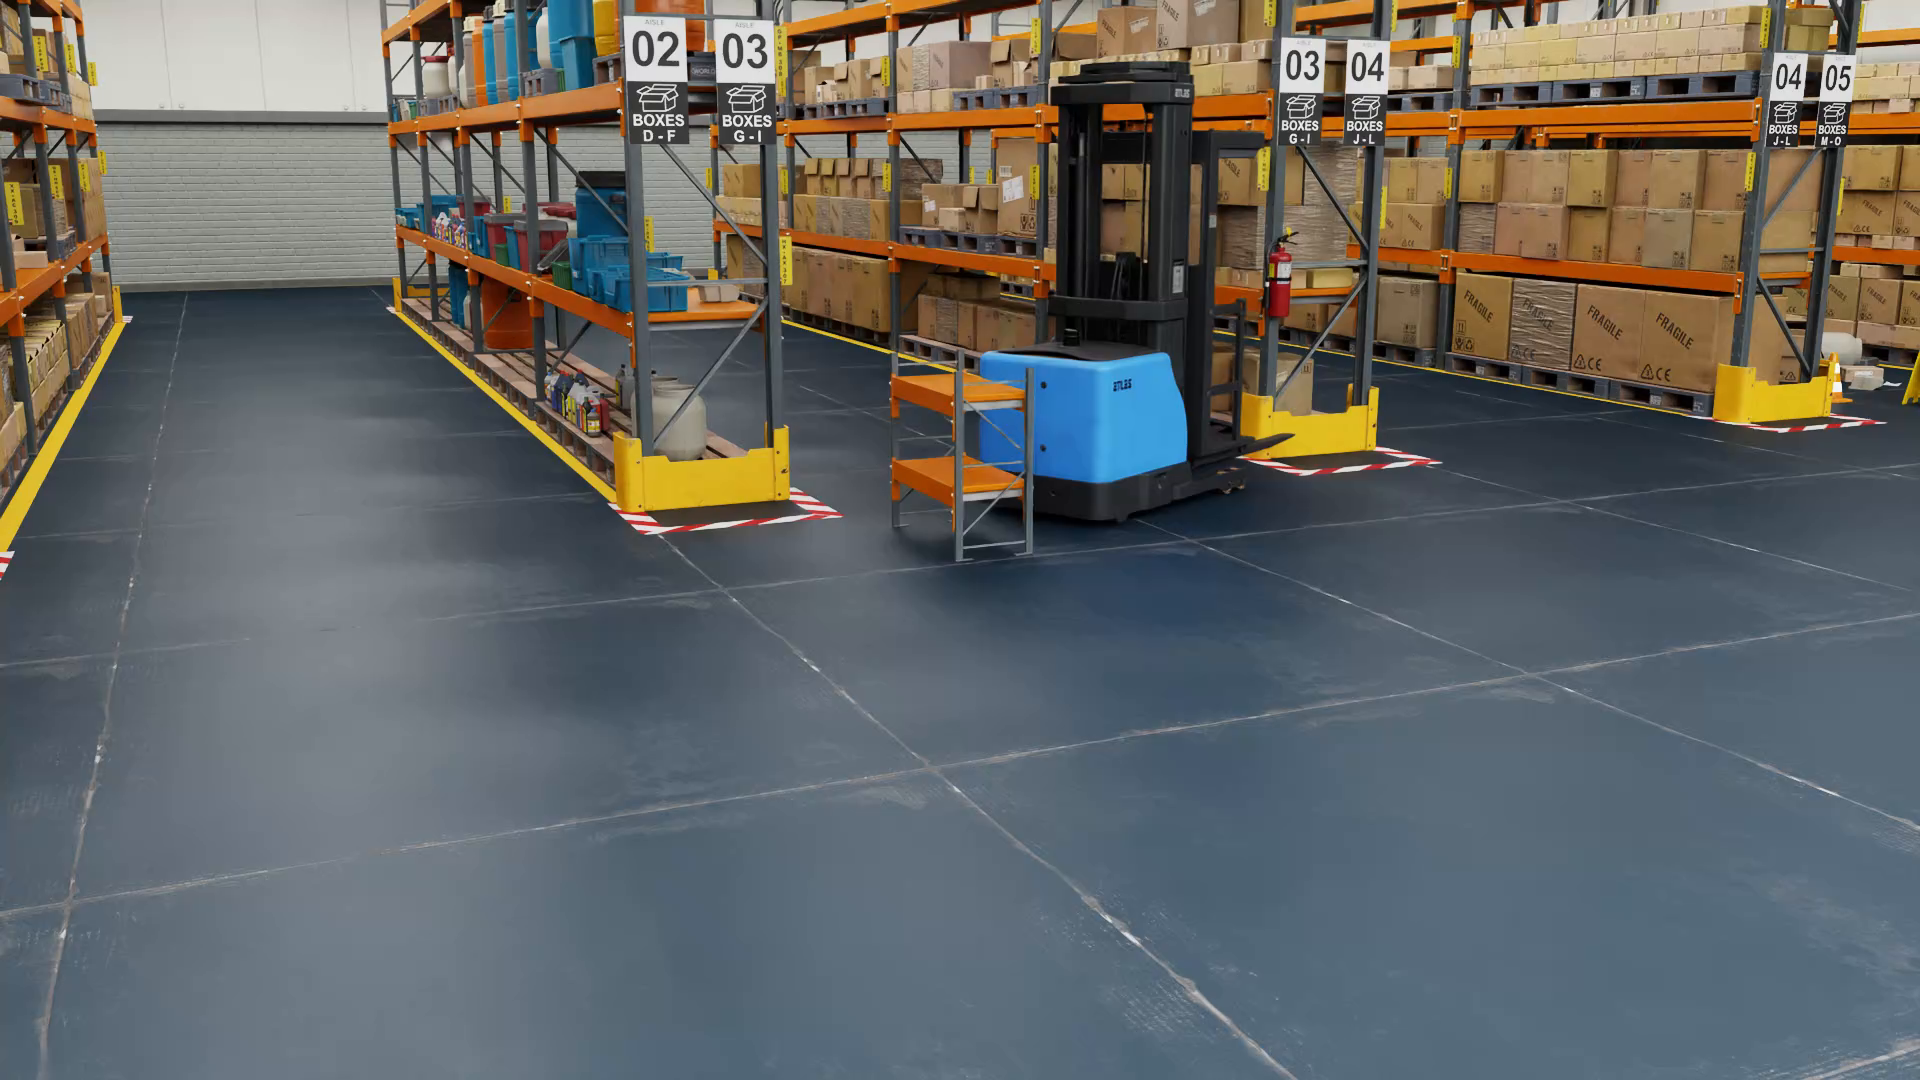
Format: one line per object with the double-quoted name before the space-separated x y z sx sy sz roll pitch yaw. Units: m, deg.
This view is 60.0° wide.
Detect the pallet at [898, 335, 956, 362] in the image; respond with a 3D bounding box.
"pallet" -0.054 -2.298 19.829 1.003 0.211 1.213 -6 14 -23

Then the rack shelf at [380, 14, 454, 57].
"rack shelf" -7.307 -6.987 23.086 1.077 0.370 4.000 -6 14 -23

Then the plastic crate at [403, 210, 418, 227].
"plastic crate" -7.784 -4.618 23.909 0.416 0.233 0.300 -6 14 -23

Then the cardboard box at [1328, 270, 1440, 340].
"cardboard box" 5.108 -2.847 20.076 1.050 0.750 0.750 -6 14 -23

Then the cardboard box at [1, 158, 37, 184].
"cardboard box" -11.486 -4.367 20.147 0.500 0.500 0.500 -6 14 -23

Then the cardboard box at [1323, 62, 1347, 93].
"cardboard box" 2.883 -3.676 13.281 0.500 0.250 0.500 -5 14 -21

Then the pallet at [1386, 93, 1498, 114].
"pallet" 5.409 -4.972 18.970 0.805 0.209 1.217 -6 14 -25

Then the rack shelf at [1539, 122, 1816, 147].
"rack shelf" 9.516 -5.411 22.038 1.077 0.370 4.000 -6 14 -23

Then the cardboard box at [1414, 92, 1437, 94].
"cardboard box" 7.200 -7.046 26.354 0.500 0.500 0.500 -6 14 -24

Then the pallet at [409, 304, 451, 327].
"pallet" -7.329 -3.239 23.897 1.003 0.211 1.213 -6 14 -23

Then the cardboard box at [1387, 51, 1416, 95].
"cardboard box" 5.172 -5.674 20.208 0.500 0.500 0.500 -6 14 -23

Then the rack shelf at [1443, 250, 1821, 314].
"rack shelf" 6.623 -2.655 16.784 1.077 0.370 4.000 -6 14 -23

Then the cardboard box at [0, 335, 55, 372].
"cardboard box" -8.396 -1.661 14.817 0.500 0.311 0.500 -5 14 -21

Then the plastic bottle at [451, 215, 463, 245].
"plastic bottle" -5.940 -3.664 19.659 0.144 0.351 0.185 -6 14 -23

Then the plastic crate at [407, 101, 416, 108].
"plastic crate" -7.163 -5.736 22.220 0.416 0.233 0.300 -6 14 -23

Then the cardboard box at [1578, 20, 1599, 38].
"cardboard box" 6.266 -4.979 16.214 0.380 0.149 0.250 -6 14 -23

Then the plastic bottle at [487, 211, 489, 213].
"plastic bottle" -5.970 -3.999 21.107 0.144 0.351 0.185 -6 14 -23

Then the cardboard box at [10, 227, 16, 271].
"cardboard box" -8.757 -2.627 14.848 0.500 0.500 0.500 -6 15 -26

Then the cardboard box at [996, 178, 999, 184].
"cardboard box" 0.942 -5.974 28.646 0.500 0.500 0.500 -5 14 -20

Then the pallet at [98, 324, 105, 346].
"pallet" -11.320 -2.534 20.849 1.003 0.211 1.213 -6 14 -23

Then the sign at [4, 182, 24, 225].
"sign" -7.334 -2.608 12.891 0.100 0.325 0.005 -6 14 -23

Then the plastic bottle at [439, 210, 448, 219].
"plastic bottle" -6.646 -4.062 21.380 0.144 0.351 0.185 -6 14 -23

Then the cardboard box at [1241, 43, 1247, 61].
"cardboard box" 2.445 -3.841 13.110 0.380 0.149 0.250 -6 14 -25

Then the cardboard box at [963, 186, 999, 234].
"cardboard box" 0.458 -3.596 18.095 0.797 0.503 0.637 -4 14 -17

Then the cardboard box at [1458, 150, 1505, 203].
"cardboard box" 5.938 -3.938 18.006 0.875 0.550 0.550 -6 14 -23

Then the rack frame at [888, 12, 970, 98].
"rack frame" -0.366 -6.741 19.537 1.000 3.000 0.127 -6 14 -23

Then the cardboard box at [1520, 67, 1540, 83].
"cardboard box" 5.960 -4.748 16.984 0.380 0.149 0.250 -6 14 -24

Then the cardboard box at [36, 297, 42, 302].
"cardboard box" -10.852 -2.516 19.155 0.500 0.500 0.500 -5 14 -22

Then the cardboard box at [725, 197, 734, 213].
"cardboard box" -3.411 -5.312 26.342 0.500 0.250 0.500 -6 14 -24

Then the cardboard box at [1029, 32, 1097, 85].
"cardboard box" 1.139 -4.814 16.703 0.797 0.503 0.637 -6 14 -26

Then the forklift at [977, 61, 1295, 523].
"forklift" 1.417 -1.813 11.701 1.130 2.935 3.031 10 16 37

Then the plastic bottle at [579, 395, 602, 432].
"plastic bottle" -2.912 -0.999 13.100 0.152 0.276 0.135 -6 14 -23

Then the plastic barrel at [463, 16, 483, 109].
"plastic barrel" -4.774 -4.887 17.068 0.600 0.901 0.600 0 13 0

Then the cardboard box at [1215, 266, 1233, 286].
"cardboard box" 2.289 -2.182 13.700 0.380 0.149 0.250 -6 14 -23

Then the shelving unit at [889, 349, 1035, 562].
"shelving unit" -0.003 -0.549 10.249 0.538 1.125 1.048 -6 14 -23

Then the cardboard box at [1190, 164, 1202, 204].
"cardboard box" 2.187 -3.040 13.753 0.500 0.500 0.500 -6 14 -23

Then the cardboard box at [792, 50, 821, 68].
"cardboard box" -2.339 -6.968 24.133 0.500 0.250 0.500 -7 15 -27

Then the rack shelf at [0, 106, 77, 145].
"rack shelf" -10.245 -4.448 17.879 1.077 0.370 4.000 -6 14 -23

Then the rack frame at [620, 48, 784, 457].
"rack frame" -1.699 -1.718 11.139 1.000 3.000 0.127 -6 14 -23

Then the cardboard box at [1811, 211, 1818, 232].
"cardboard box" 10.238 -3.964 19.963 0.500 0.500 0.500 -6 14 -23

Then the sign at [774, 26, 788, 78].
"sign" -1.193 -3.232 11.010 0.100 0.325 0.005 -6 14 -23

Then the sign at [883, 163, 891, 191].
"sign" -0.873 -4.331 19.863 0.100 0.325 0.005 -6 14 -23

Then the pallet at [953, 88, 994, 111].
"pallet" 0.669 -4.712 17.843 1.213 0.211 1.003 -6 14 -23

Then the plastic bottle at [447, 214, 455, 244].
"plastic bottle" -6.068 -3.730 19.943 0.144 0.351 0.185 -6 14 -23

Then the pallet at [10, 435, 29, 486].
"pallet" -7.561 -0.571 12.368 1.003 0.211 1.213 -6 14 -23

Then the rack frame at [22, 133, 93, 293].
"rack frame" -11.046 -3.750 19.921 1.000 3.000 0.127 -6 14 -23

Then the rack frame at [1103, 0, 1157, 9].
"rack frame" 2.617 -7.994 24.953 1.000 3.000 0.127 -6 14 -23

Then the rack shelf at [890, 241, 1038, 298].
"rack shelf" 0.436 -3.054 18.509 1.077 0.370 4.000 -6 14 -23

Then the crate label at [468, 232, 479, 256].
"crate label" -5.079 -3.168 17.777 0.303 0.233 0.416 -6 14 -23

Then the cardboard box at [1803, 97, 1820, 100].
"cardboard box" 10.242 -5.304 19.655 0.500 0.250 0.500 -6 14 -24

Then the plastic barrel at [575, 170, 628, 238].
"plastic barrel" -3.179 -2.895 15.116 0.600 0.901 0.708 -6 14 -23

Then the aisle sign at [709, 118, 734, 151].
"aisle sign" -3.874 -6.725 27.008 0.394 0.787 0.004 -6 14 -23

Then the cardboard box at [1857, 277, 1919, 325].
"cardboard box" 10.737 -2.754 19.119 0.500 0.500 0.500 -5 14 -20

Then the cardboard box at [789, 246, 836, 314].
"cardboard box" -1.693 -3.683 23.412 1.225 0.875 0.875 -6 14 -23

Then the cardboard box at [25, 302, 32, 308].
"cardboard box" -10.474 -2.680 18.202 0.500 0.250 0.500 -6 14 -24

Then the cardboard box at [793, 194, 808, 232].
"cardboard box" -2.013 -4.575 23.264 0.500 0.500 0.500 -6 14 -23

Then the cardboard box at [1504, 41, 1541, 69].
"cardboard box" 5.965 -4.975 17.079 0.500 0.250 0.500 -6 14 -23

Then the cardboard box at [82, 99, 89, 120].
"cardboard box" -11.799 -5.676 21.923 0.500 0.250 0.500 -6 14 -23
